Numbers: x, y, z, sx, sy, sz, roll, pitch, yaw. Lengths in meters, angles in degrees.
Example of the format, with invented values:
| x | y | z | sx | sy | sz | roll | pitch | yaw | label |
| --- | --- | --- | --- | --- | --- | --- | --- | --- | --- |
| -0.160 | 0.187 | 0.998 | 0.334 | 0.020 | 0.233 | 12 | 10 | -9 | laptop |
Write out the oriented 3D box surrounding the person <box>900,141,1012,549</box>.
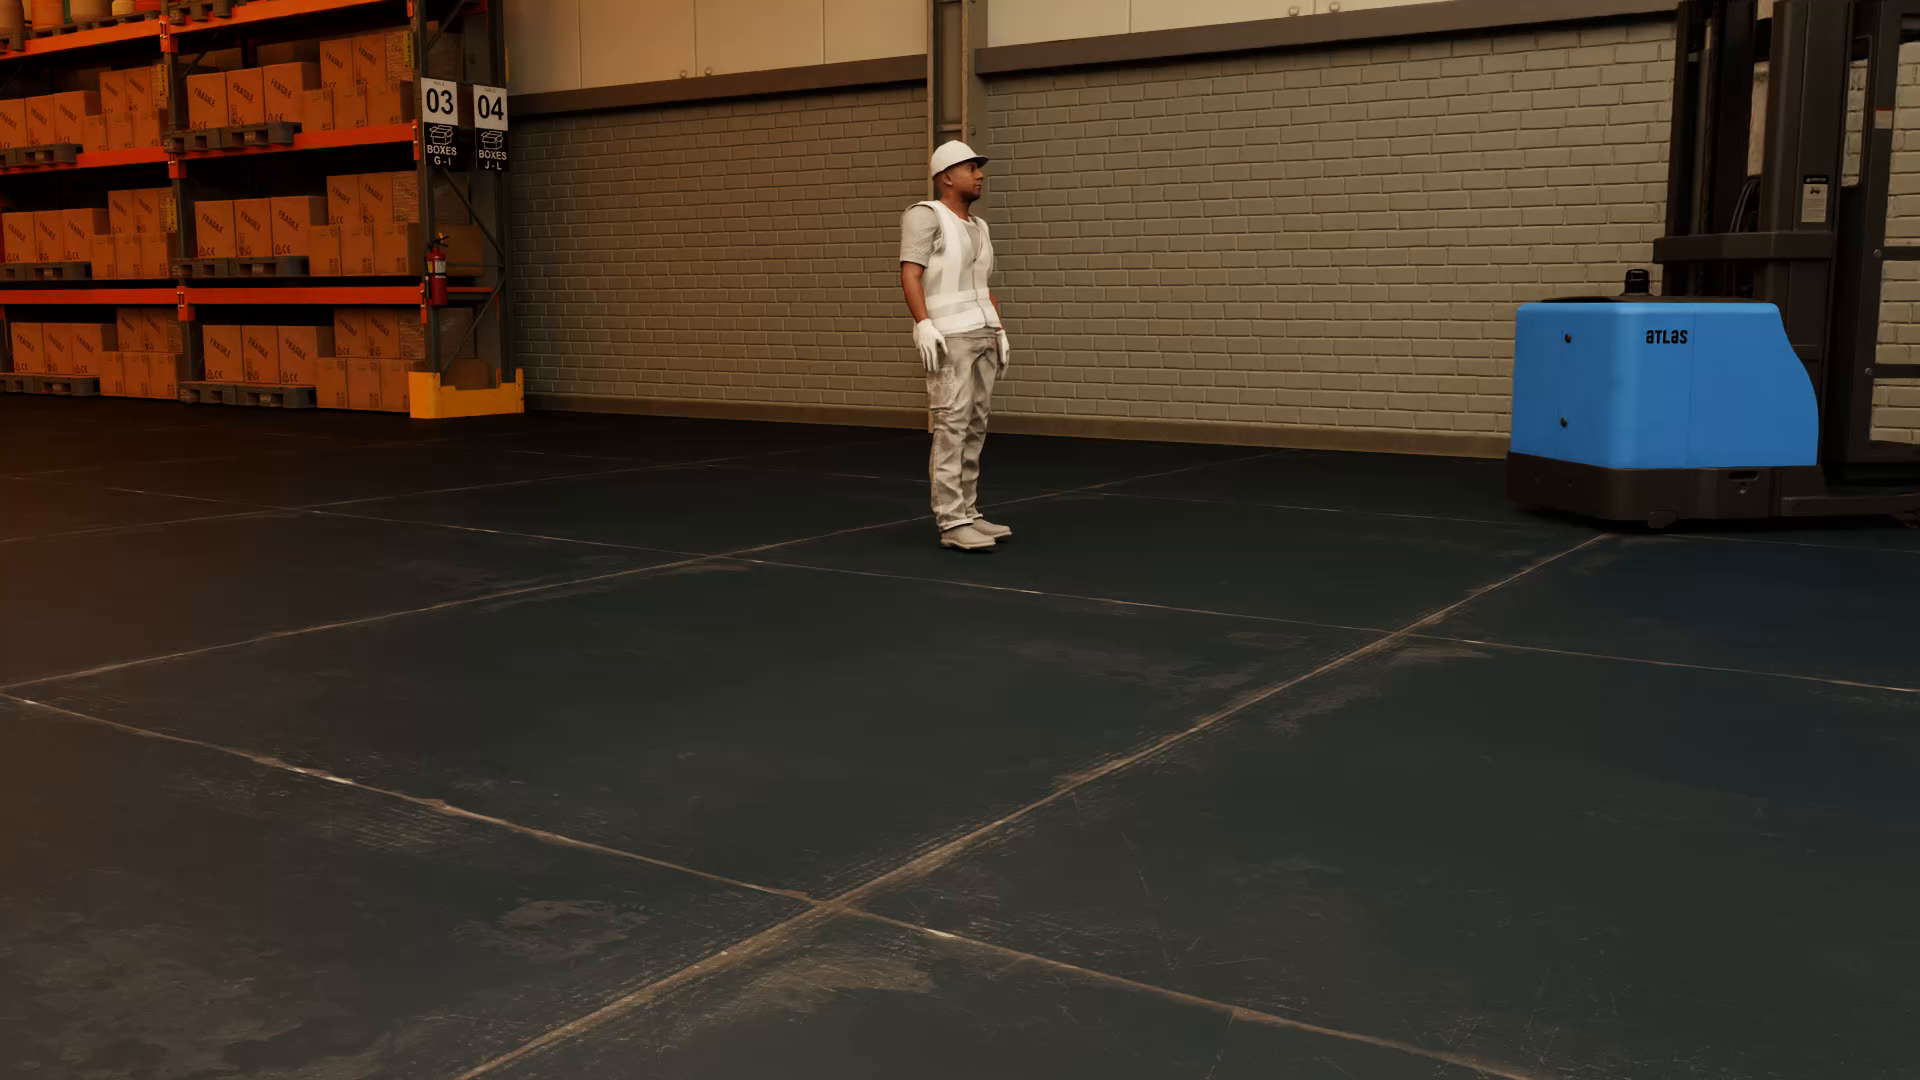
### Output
| x | y | z | sx | sy | sz | roll | pitch | yaw | label |
| --- | --- | --- | --- | --- | --- | --- | --- | --- | --- |
| 0.055 | -0.883 | 7.431 | 0.577 | 1.781 | 0.656 | 5 | 10 | 34 | person |

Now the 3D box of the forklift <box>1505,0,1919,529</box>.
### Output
| x | y | z | sx | sy | sz | roll | pitch | yaw | label |
| --- | --- | --- | --- | --- | --- | --- | --- | --- | --- |
| 4.402 | -1.580 | 8.303 | 3.031 | 2.935 | 1.130 | -2 | 8 | -11 | forklift |
